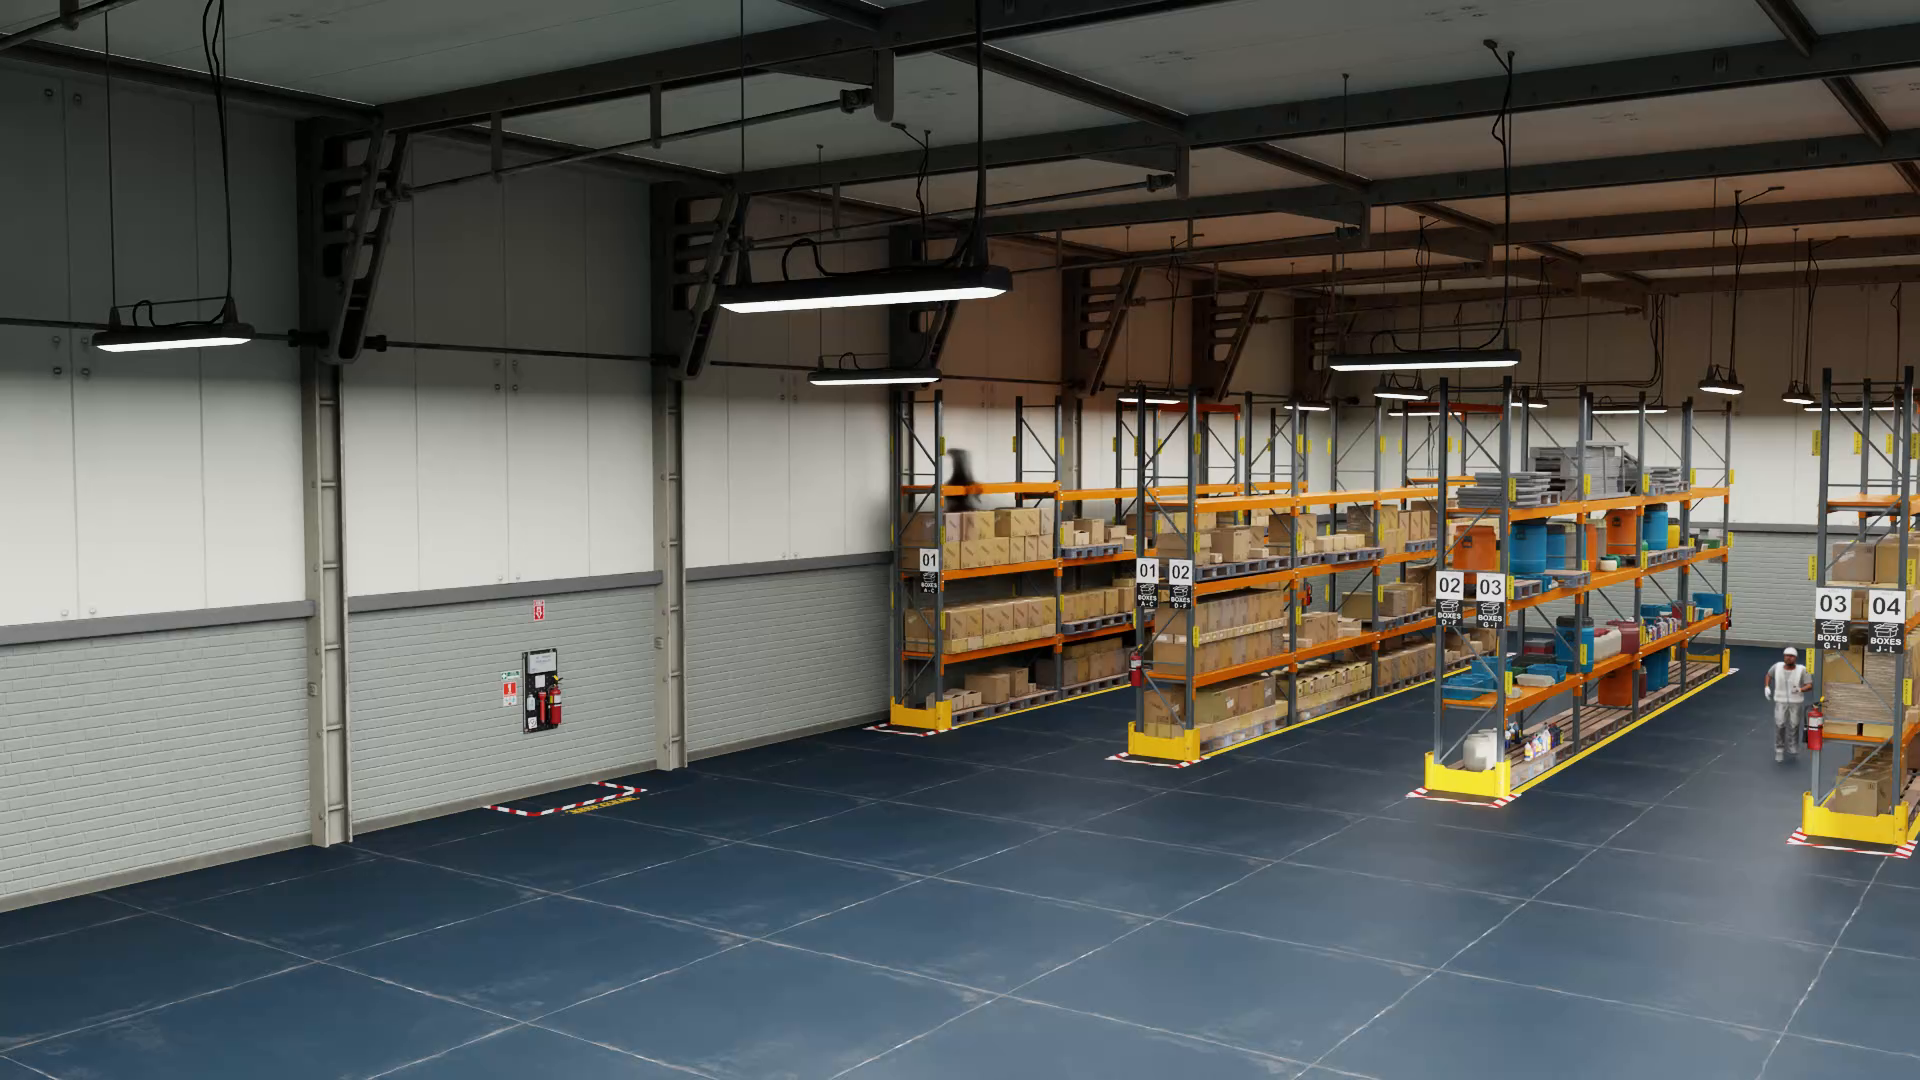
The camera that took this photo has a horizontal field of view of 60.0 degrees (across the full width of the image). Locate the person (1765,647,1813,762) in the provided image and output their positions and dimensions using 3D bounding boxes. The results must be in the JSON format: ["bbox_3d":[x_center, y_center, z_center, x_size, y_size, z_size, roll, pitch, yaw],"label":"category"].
[{"bbox_3d":[13.221,2.636,26.546,0.685,1.861,0.772,2,4,29],"label":"person"}]
